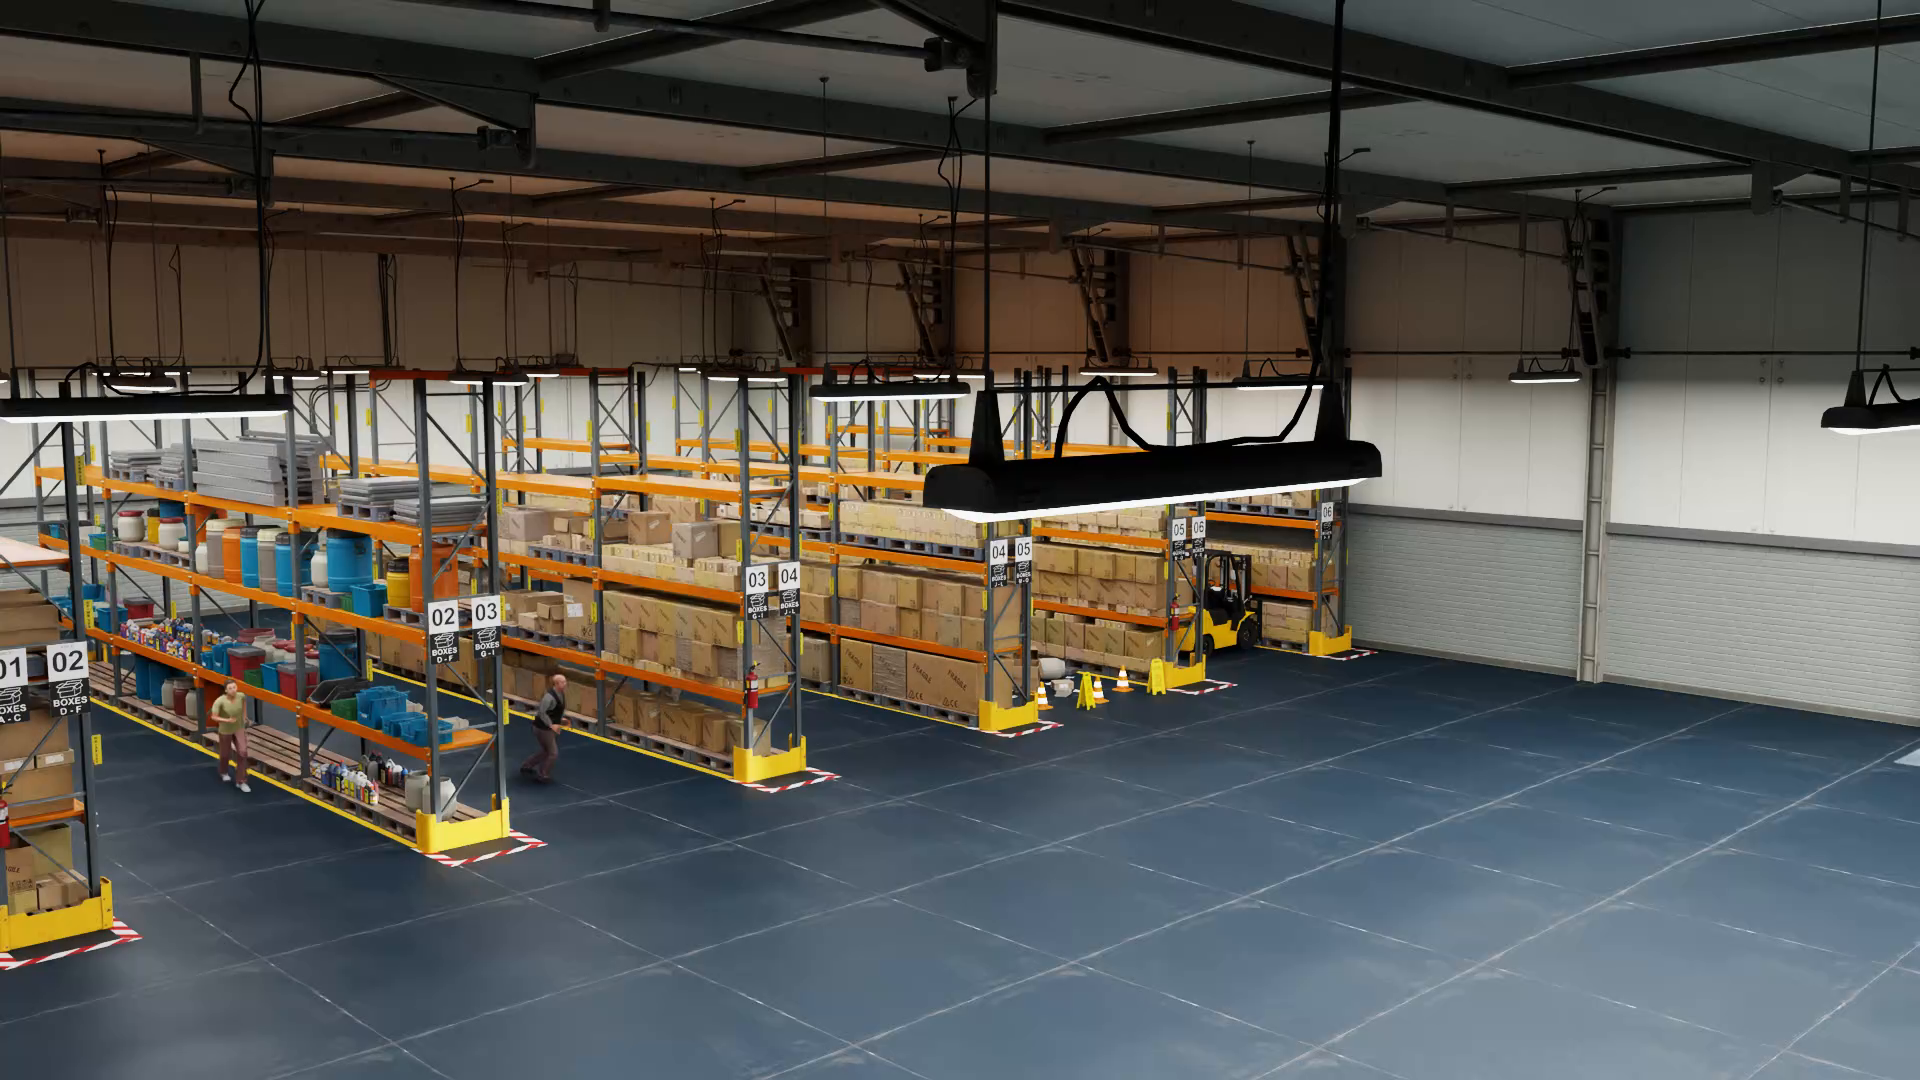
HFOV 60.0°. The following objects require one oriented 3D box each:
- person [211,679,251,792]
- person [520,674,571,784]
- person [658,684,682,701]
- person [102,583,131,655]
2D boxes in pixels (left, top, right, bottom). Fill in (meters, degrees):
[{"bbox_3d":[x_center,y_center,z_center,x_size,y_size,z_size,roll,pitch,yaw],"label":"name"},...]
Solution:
[{"bbox_3d":[-10.604,2.794,24.165,0.573,1.643,0.940,-5,8,-37],"label":"person"},{"bbox_3d":[-6.134,2.772,24.460,0.797,1.639,0.648,0,6,1],"label":"person"},{"bbox_3d":[-5.110,2.142,30.216,0.852,1.698,0.674,0,6,-2],"label":"person"},{"bbox_3d":[-17.722,1.650,34.760,0.640,1.565,0.551,-4,7,-30],"label":"person"}]
